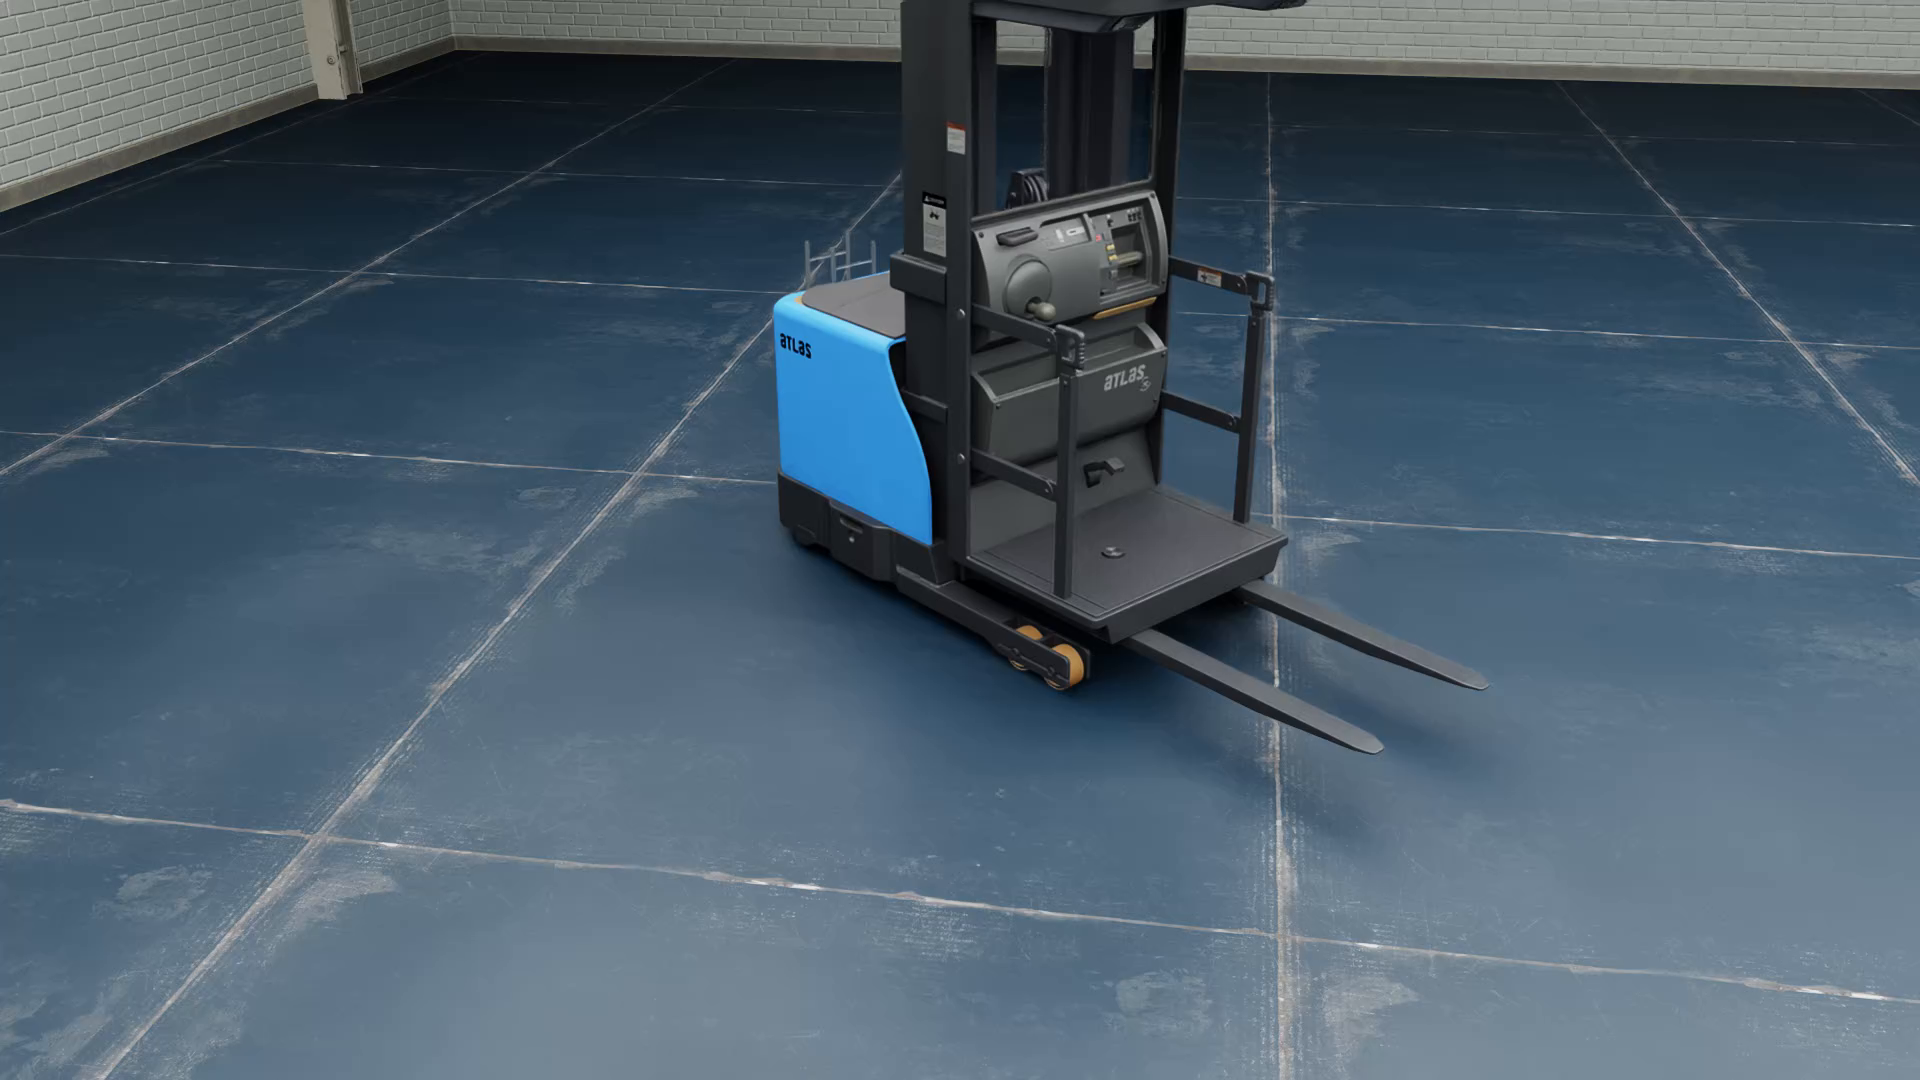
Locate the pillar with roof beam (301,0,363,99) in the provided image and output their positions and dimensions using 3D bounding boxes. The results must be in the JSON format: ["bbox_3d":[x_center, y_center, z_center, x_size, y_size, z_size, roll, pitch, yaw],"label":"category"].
[{"bbox_3d":[-2.056,-8.296,14.360,9.100,9.000,0.400,4,25,9],"label":"pillar with roof beam"}]

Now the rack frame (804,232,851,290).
[{"bbox_3d":[-0.579,-0.775,7.491,0.240,1.200,0.006,-20,32,-37],"label":"rack frame"}]

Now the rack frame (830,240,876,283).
[{"bbox_3d":[-0.458,-0.717,7.367,0.240,1.200,0.006,-20,32,-37],"label":"rack frame"}]

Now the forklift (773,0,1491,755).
[{"bbox_3d":[0.563,-1.022,5.975,1.130,2.935,3.031,-20,32,-37],"label":"forklift"}]

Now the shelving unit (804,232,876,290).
[{"bbox_3d":[-0.518,-0.746,7.429,0.258,1.200,0.189,-20,32,-37],"label":"shelving unit"}]
